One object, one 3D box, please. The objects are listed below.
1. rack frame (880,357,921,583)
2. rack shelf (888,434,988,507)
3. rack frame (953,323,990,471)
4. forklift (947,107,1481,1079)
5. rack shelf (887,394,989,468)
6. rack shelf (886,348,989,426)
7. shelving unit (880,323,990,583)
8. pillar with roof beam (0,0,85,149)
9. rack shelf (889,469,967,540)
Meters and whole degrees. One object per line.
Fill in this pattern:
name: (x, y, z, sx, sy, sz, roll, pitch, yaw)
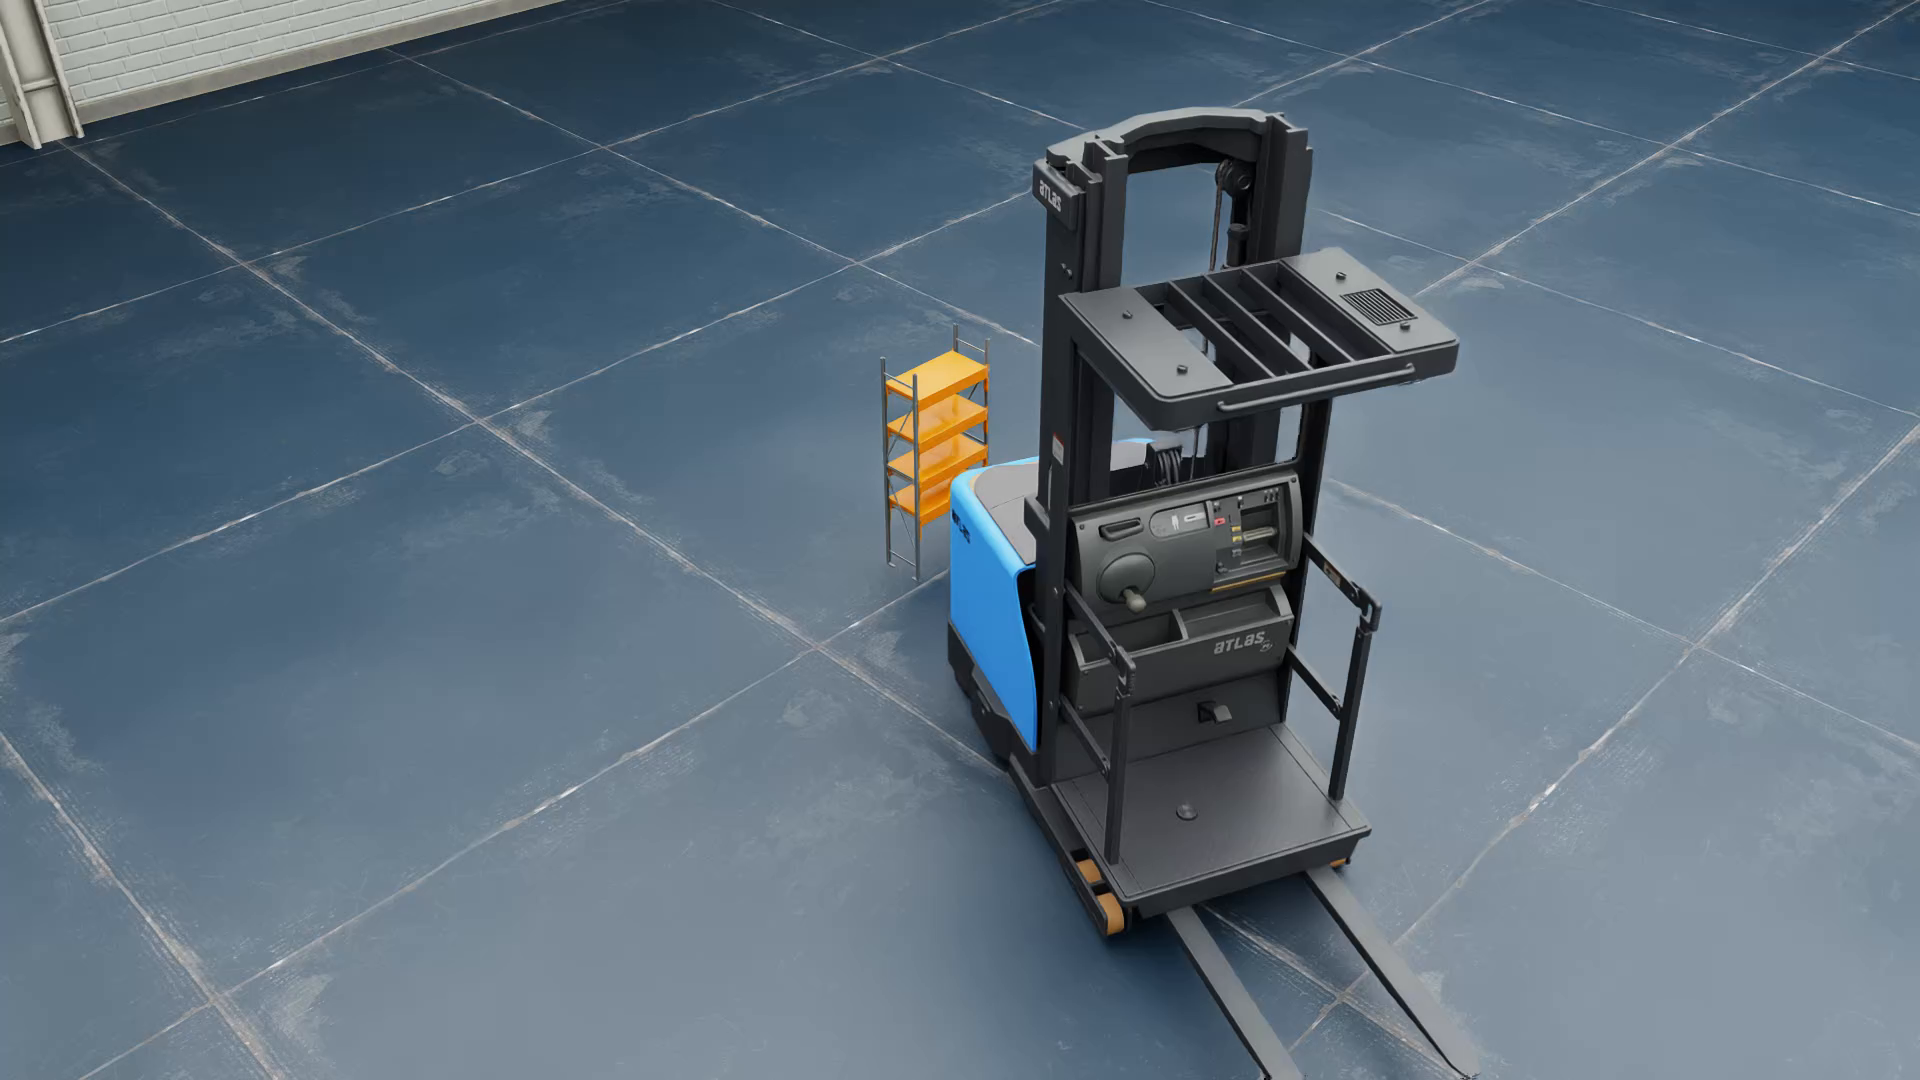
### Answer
rack frame: (-0.289, -0.326, 8.159, 0.240, 1.200, 0.015, 30, 45, 35)
rack shelf: (-0.117, -0.370, 8.340, 0.258, 0.148, 0.480, 30, 45, 35)
rack frame: (0.055, -0.524, 8.443, 0.240, 1.200, 0.015, 30, 45, 35)
forklift: (0.943, 0.074, 6.072, 1.130, 2.935, 3.031, -12, 37, -17)
rack shelf: (-0.117, -0.553, 8.212, 0.258, 0.148, 0.480, 30, 45, 35)
rack shelf: (-0.117, -0.747, 8.076, 0.258, 0.148, 0.480, 30, 45, 35)
shelving unit: (-0.117, -0.425, 8.301, 0.258, 1.200, 0.503, 30, 45, 35)
pillar with roof beam: (-4.249, -5.193, 8.321, 9.100, 9.000, 0.400, 30, 45, 35)
rack shelf: (-0.117, -0.207, 8.453, 0.258, 0.148, 0.480, 30, 45, 35)
